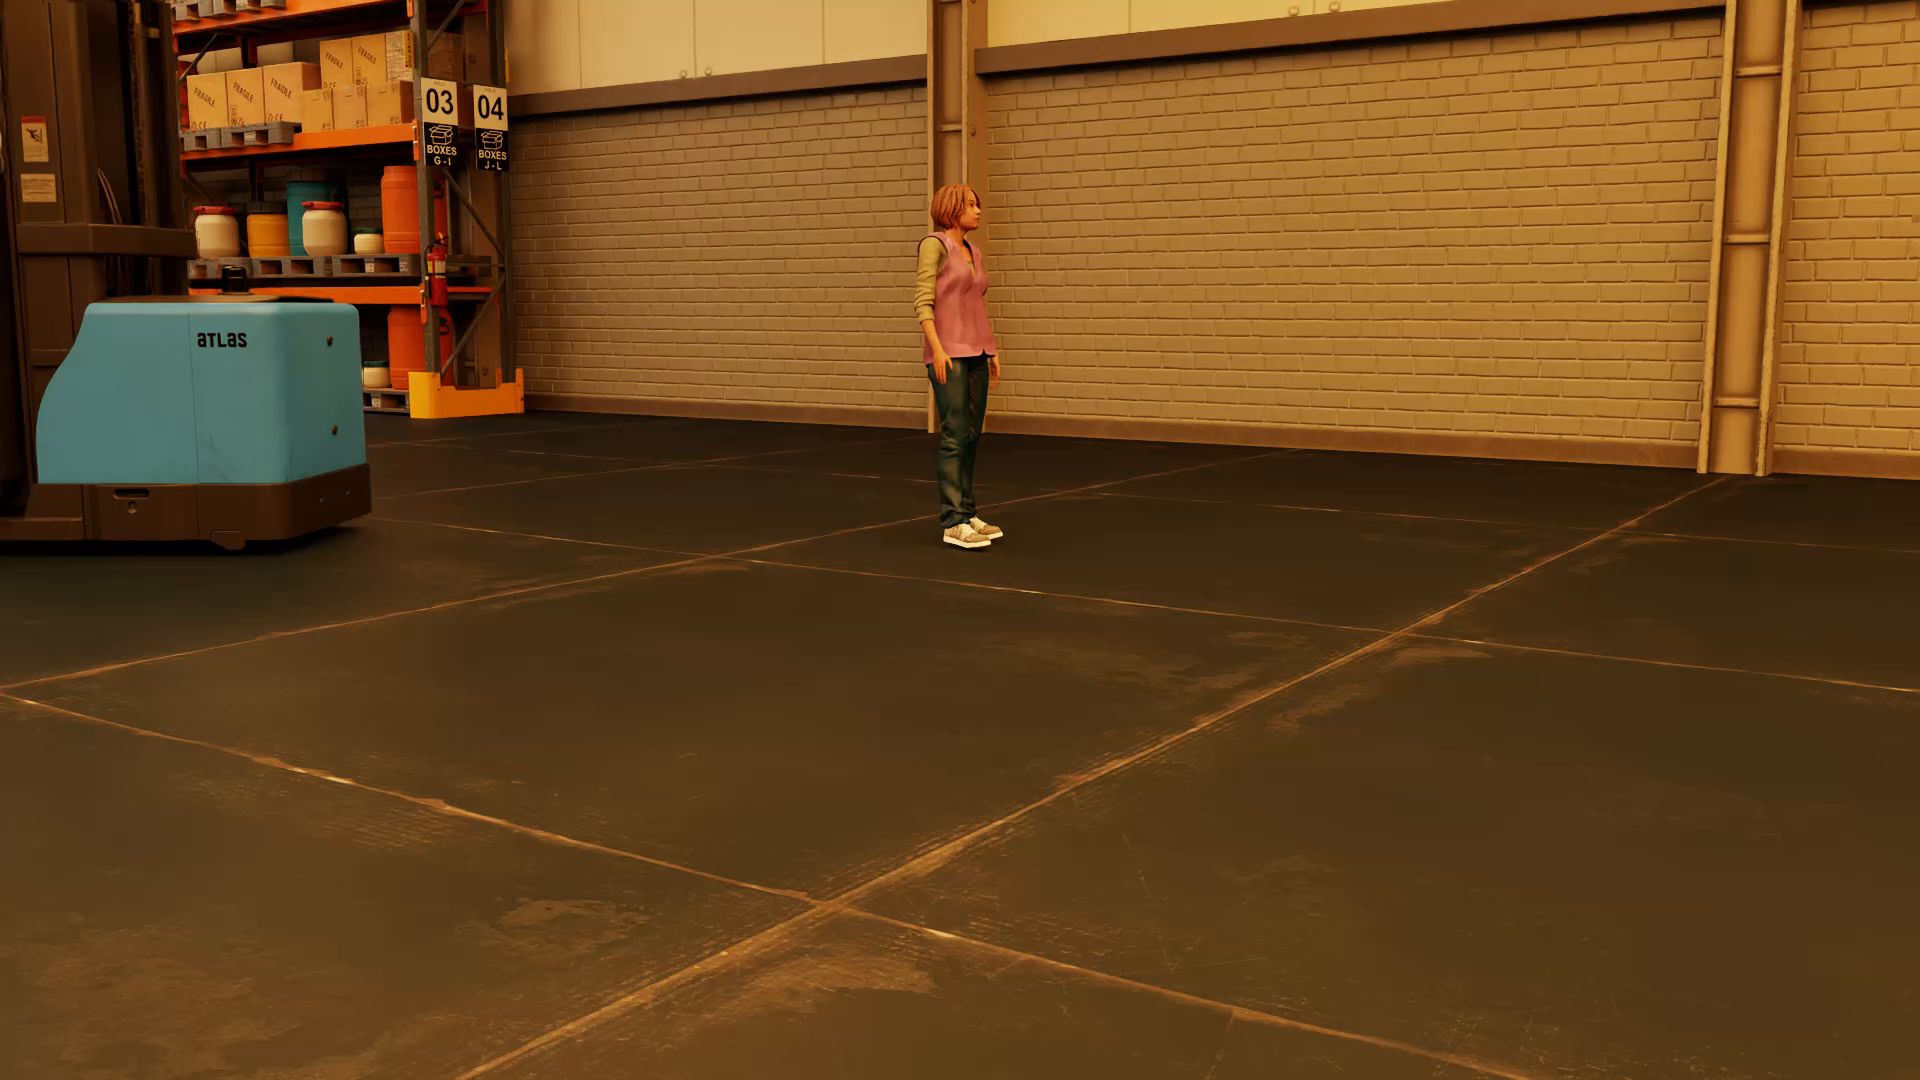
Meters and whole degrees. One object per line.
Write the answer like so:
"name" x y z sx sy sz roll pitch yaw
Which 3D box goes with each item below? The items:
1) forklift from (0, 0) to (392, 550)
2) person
"forklift" -4.263 -1.456 7.433 3.031 2.935 1.130 0 8 1
"person" 0.053 -0.791 7.438 0.475 1.597 0.520 5 10 34
